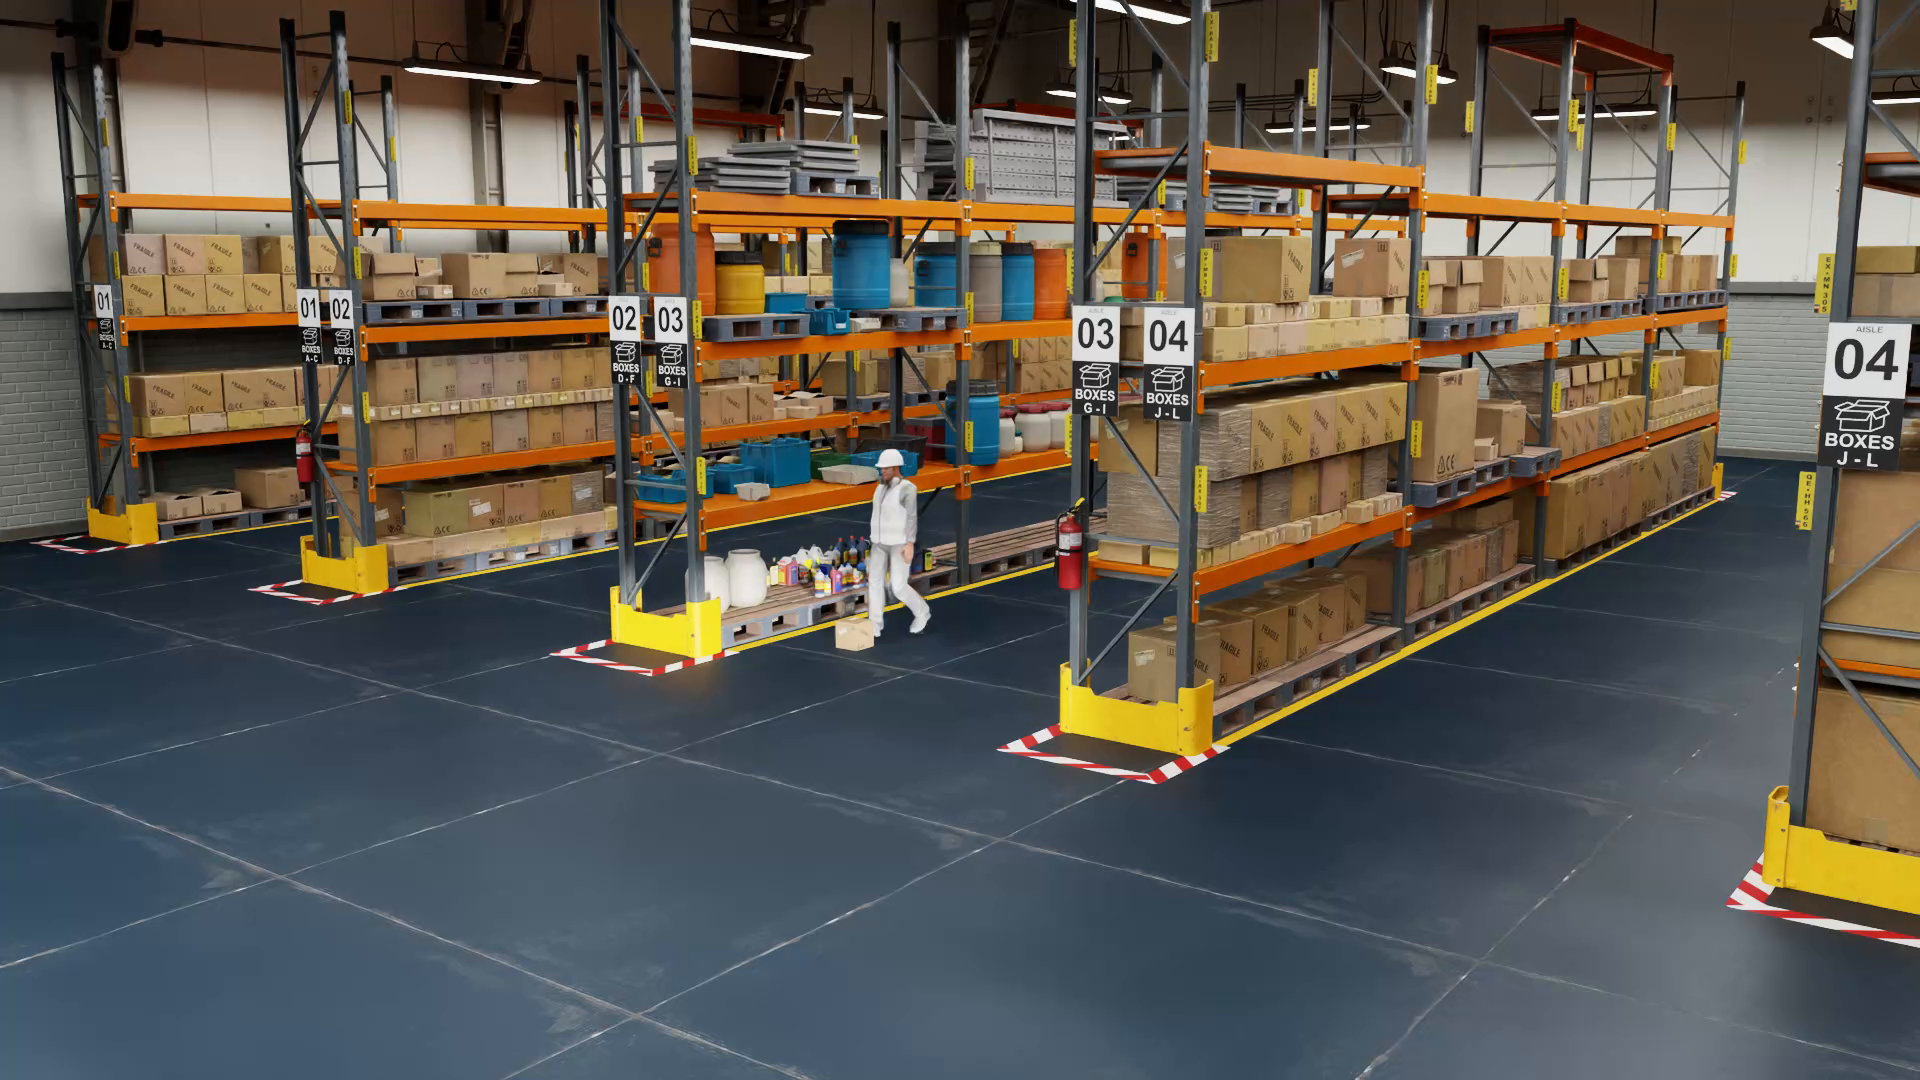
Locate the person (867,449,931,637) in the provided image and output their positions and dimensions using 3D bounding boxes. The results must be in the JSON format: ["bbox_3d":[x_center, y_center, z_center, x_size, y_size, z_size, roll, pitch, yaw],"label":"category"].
[{"bbox_3d":[-0.657,0.033,15.537,0.565,1.762,0.703,8,13,41],"label":"person"}]
